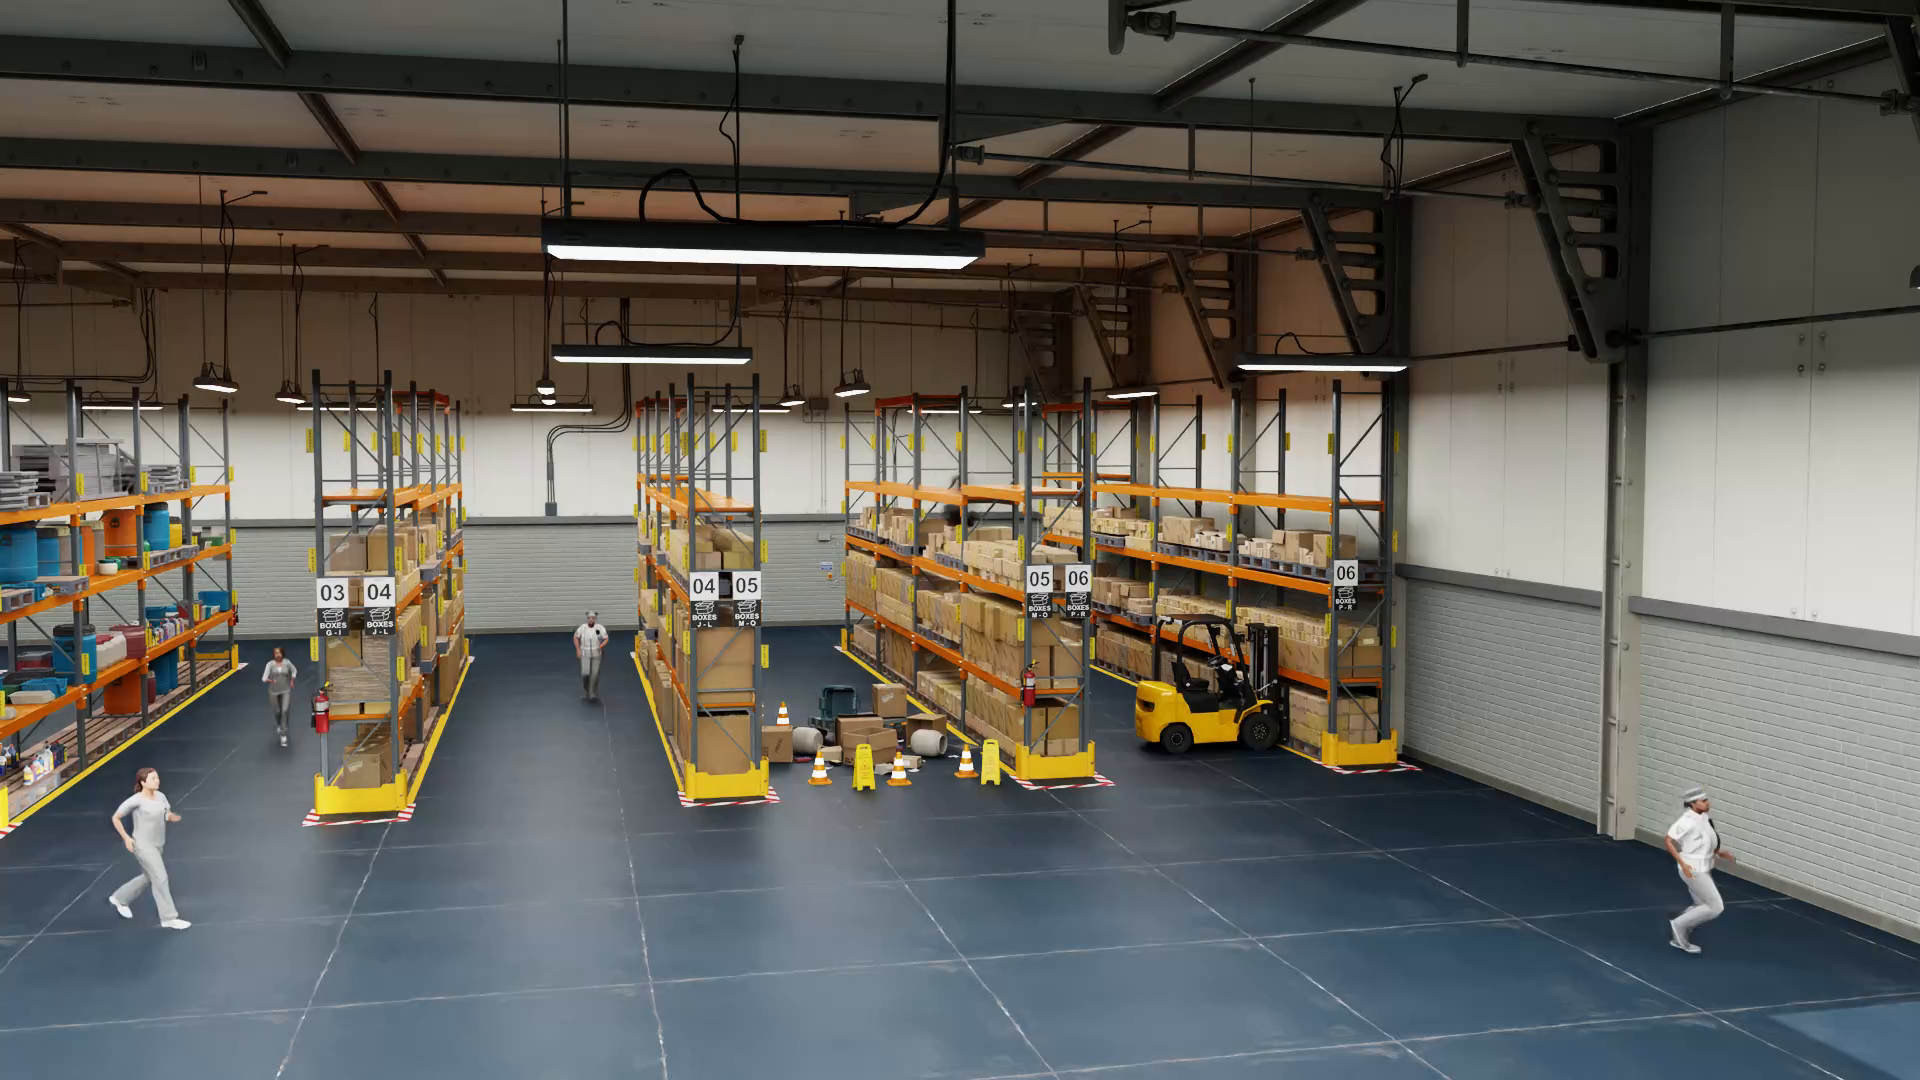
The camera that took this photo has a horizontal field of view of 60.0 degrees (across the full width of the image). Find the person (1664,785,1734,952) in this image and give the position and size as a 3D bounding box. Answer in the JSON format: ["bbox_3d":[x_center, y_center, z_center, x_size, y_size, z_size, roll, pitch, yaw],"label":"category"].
[{"bbox_3d":[7.254,3.226,16.256,0.569,1.659,0.560,3,4,42],"label":"person"}]

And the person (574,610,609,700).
[{"bbox_3d":[-7.189,2.257,32.470,0.662,1.775,0.660,-1,3,-15],"label":"person"}]

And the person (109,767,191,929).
[{"bbox_3d":[-8.373,3.153,17.109,0.951,1.653,0.564,1,3,12],"label":"person"}]

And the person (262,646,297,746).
[{"bbox_3d":[-11.391,2.583,27.851,0.534,1.615,0.863,-1,4,-21],"label":"person"}]
